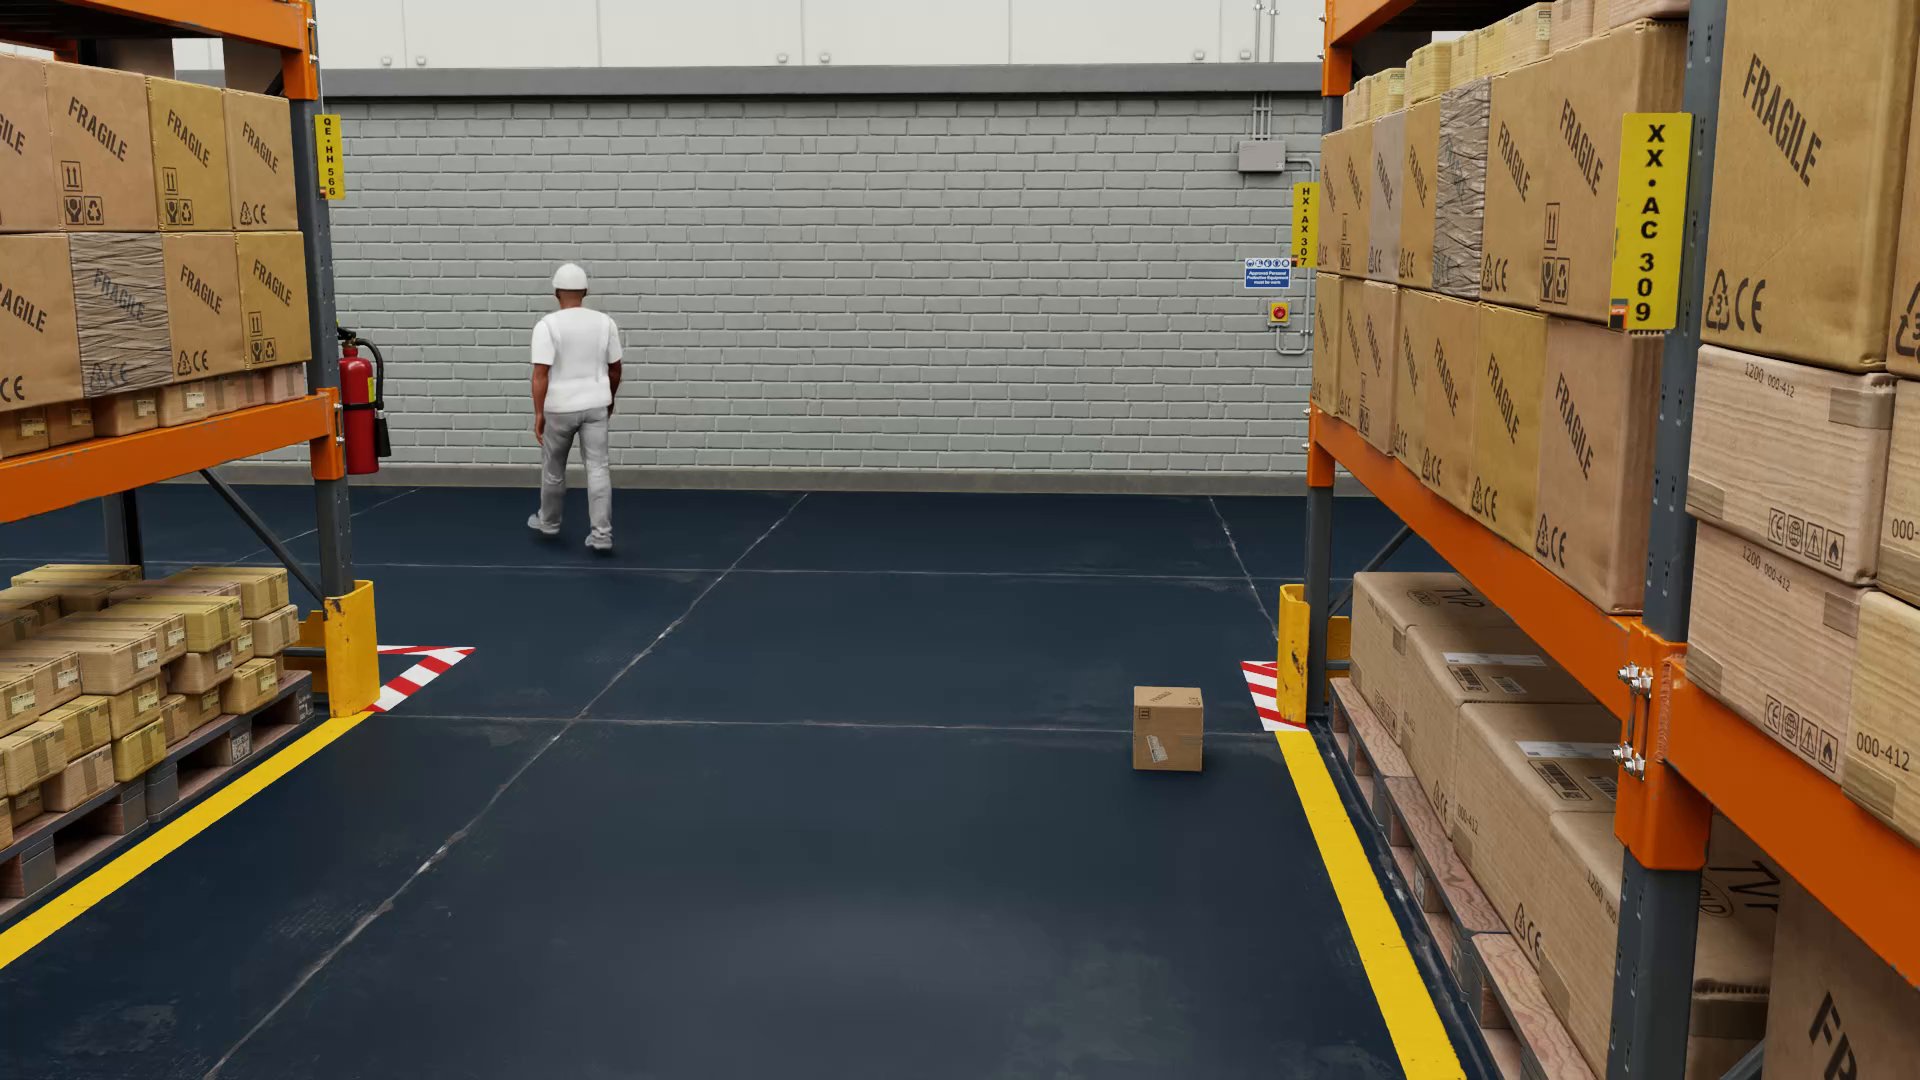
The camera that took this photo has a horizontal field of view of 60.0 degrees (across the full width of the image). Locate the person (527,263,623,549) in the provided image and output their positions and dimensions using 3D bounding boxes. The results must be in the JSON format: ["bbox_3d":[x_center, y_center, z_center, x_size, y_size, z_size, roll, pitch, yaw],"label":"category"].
[{"bbox_3d":[-2.388,-0.845,10.270,0.589,1.710,0.993,-5,12,-25],"label":"person"}]
